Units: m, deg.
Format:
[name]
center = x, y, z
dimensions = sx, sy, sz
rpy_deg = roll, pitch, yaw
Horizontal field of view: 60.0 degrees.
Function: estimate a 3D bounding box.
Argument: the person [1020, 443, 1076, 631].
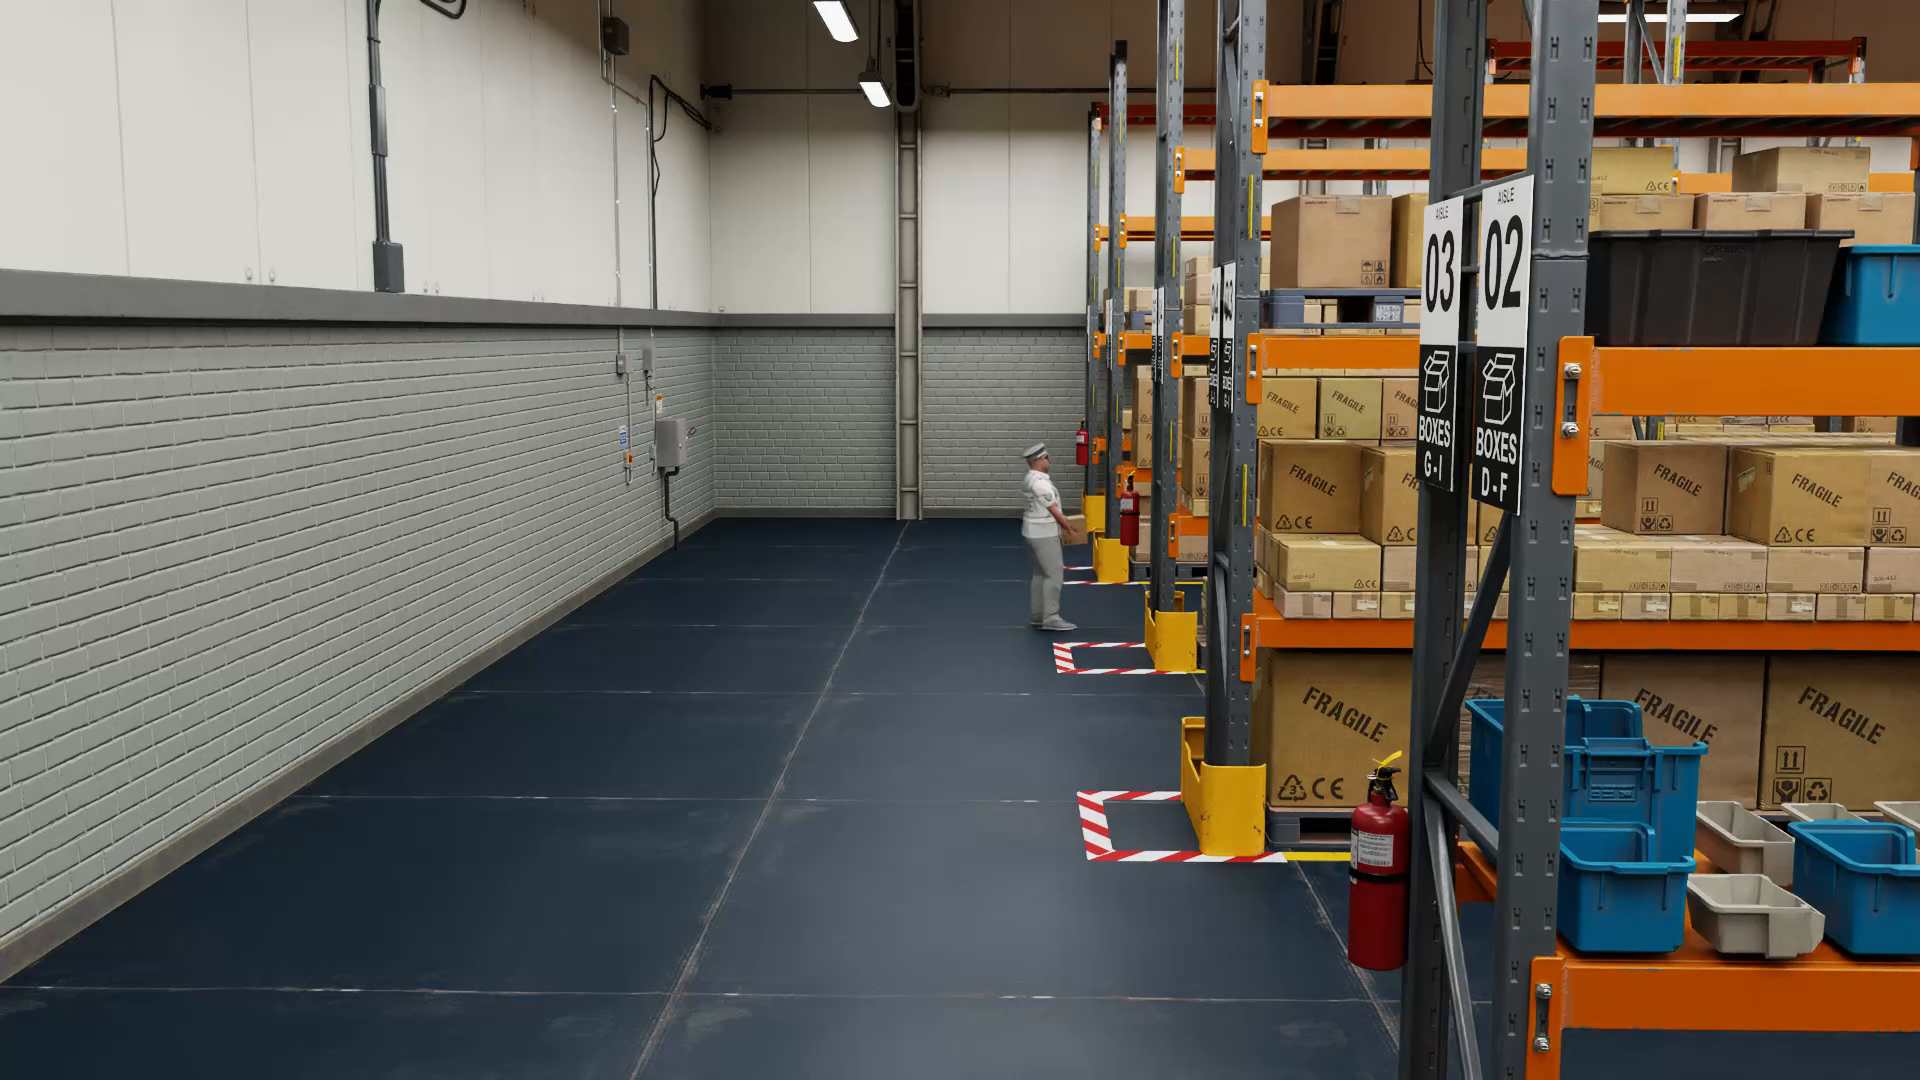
[person]
center = 0.859, -0.042, 15.932
dimensions = 0.546, 1.784, 0.548
rpy_deg = -2, 7, -14
